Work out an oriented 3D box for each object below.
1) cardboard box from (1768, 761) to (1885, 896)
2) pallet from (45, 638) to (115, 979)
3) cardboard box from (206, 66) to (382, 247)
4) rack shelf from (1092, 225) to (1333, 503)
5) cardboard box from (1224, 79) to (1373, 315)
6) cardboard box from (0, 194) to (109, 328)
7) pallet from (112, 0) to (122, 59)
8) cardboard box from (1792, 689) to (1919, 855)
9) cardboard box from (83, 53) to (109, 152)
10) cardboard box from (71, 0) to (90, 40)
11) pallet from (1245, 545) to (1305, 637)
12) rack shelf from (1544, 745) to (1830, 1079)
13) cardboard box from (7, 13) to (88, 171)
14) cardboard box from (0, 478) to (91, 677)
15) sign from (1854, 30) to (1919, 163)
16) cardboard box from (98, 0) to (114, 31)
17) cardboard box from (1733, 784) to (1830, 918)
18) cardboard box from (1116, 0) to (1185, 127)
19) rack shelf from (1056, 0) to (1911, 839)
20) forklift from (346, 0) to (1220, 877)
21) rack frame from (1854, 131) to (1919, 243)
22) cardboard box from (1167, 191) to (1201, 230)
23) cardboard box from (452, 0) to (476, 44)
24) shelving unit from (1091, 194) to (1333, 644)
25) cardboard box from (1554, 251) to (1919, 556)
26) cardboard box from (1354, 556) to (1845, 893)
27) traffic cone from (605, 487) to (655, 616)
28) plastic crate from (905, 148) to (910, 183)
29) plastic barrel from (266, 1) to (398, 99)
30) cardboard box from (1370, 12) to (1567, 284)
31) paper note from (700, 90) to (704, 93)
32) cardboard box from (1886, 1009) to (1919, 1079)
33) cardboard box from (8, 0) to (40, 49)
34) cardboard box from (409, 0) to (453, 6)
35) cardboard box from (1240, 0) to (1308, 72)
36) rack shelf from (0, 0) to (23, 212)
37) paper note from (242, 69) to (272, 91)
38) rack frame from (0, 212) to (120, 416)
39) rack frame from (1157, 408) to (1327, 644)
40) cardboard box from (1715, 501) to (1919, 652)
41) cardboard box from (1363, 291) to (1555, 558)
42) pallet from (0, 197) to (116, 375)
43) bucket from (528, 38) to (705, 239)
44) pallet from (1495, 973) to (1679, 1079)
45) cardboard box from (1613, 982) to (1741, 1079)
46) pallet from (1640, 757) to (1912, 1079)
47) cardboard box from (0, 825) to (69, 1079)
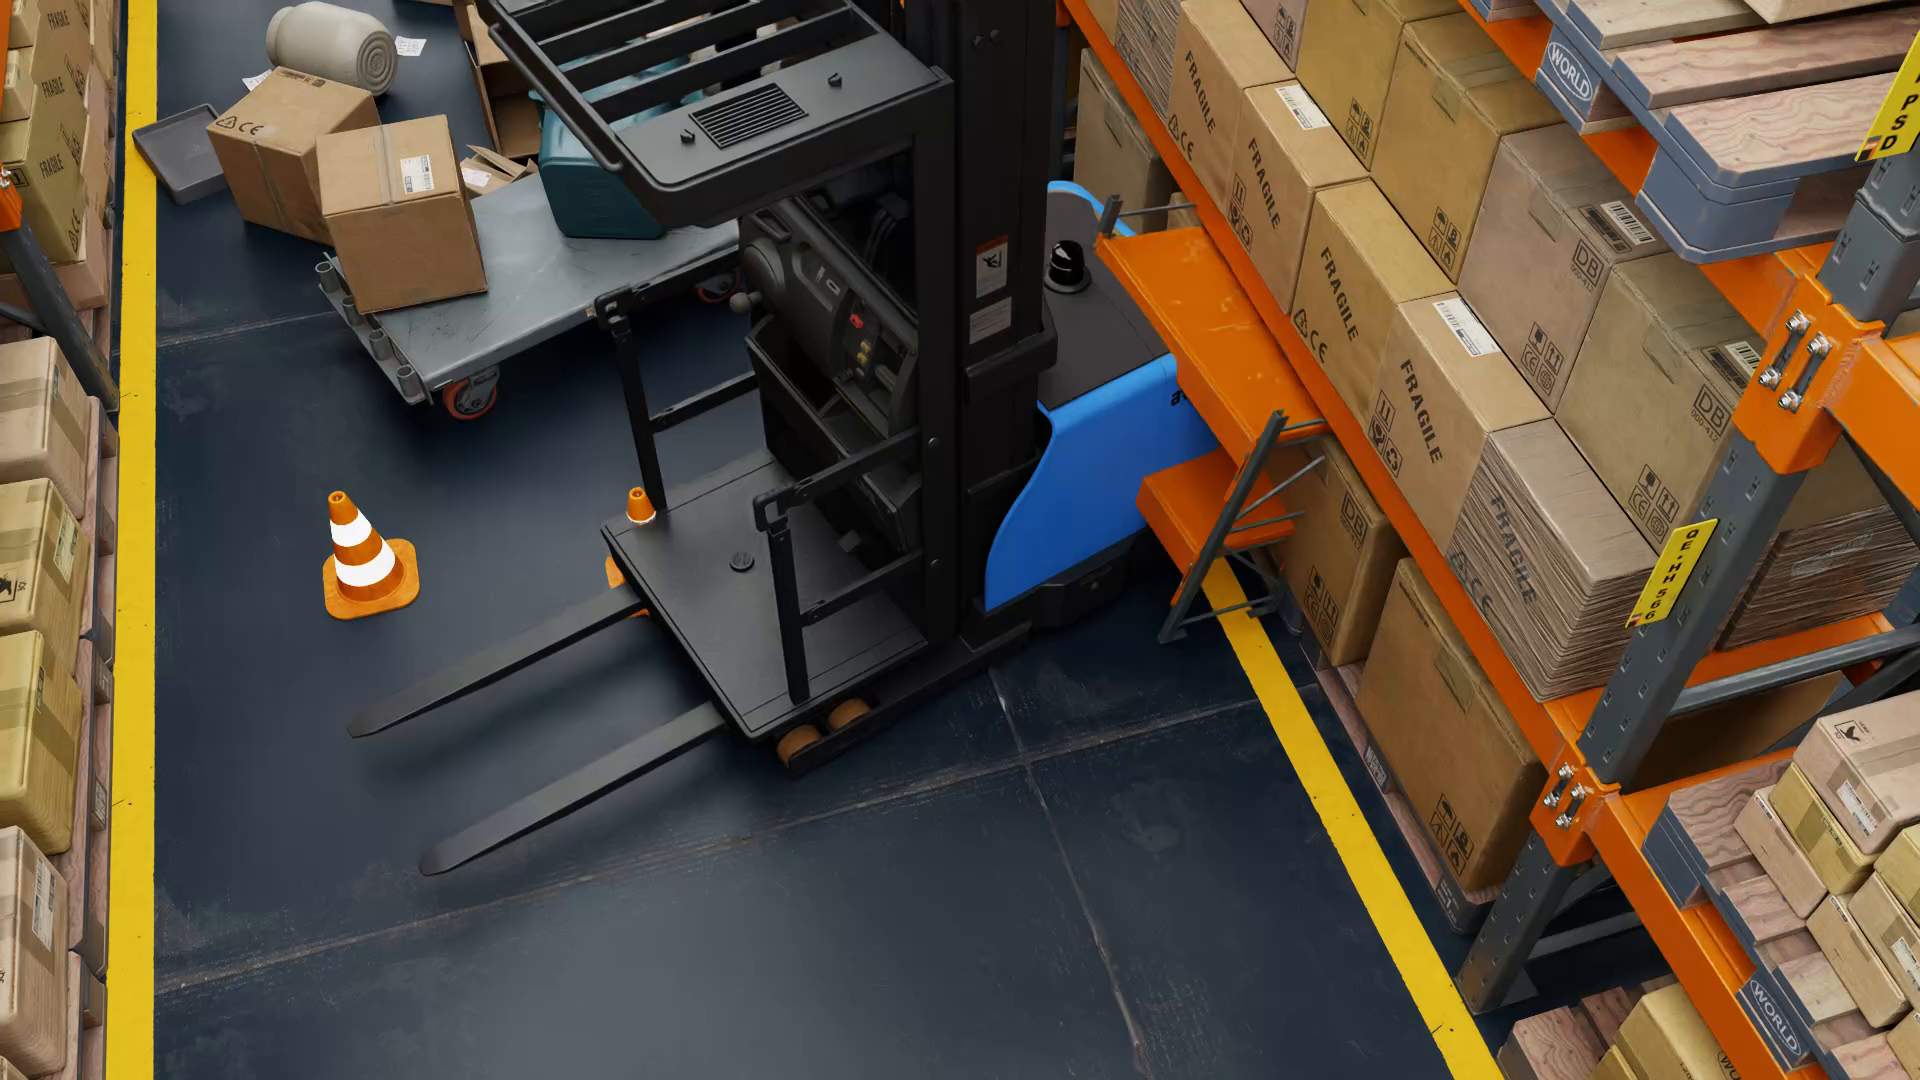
[{"bbox_3d":[1.962,0.567,3.505,0.380,0.149,0.250,-11,51,-9],"label":"cardboard box"},{"bbox_3d":[-3.275,0.950,5.311,1.003,0.211,1.213,-13,51,-11],"label":"pallet"},{"bbox_3d":[-2.888,-1.695,7.350,0.500,0.500,0.500,18,52,14],"label":"cardboard box"},{"bbox_3d":[0.877,-0.627,5.520,0.538,0.278,1.000,-13,55,-26],"label":"rack shelf"},{"bbox_3d":[1.171,-1.084,5.137,0.500,0.500,0.500,-13,51,-10],"label":"cardboard box"},{"bbox_3d":[-3.788,-1.150,6.782,0.500,0.250,0.500,-15,52,-13],"label":"cardboard box"},{"bbox_3d":[-4.825,-2.775,8.451,1.003,0.211,1.213,-13,51,-11],"label":"pallet"},{"bbox_3d":[1.963,0.458,3.403,0.380,0.149,0.250,-13,51,-11],"label":"cardboard box"},{"bbox_3d":[-4.116,-1.925,7.434,0.500,0.250,0.500,-14,51,-11],"label":"cardboard box"},{"bbox_3d":[-4.268,-2.545,7.467,0.500,0.500,0.500,-14,51,-12],"label":"cardboard box"},{"bbox_3d":[1.492,-0.264,6.335,1.003,0.211,1.213,-13,51,-11],"label":"pallet"},{"bbox_3d":[2.602,2.012,3.063,1.077,0.370,4.000,-13,51,-11],"label":"rack shelf"},{"bbox_3d":[-3.957,-1.780,6.822,0.500,0.500,0.500,-11,51,-10],"label":"cardboard box"},{"bbox_3d":[-3.498,0.209,5.556,0.950,0.372,0.625,-10,51,-9],"label":"cardboard box"},{"bbox_3d":[1.478,-0.720,2.544,0.100,0.325,0.005,-13,51,-11],"label":"sign"},{"bbox_3d":[-4.412,-2.670,8.063,0.500,0.250,0.500,-13,51,-11],"label":"cardboard box"},{"bbox_3d":[1.950,0.637,3.641,0.380,0.149,0.250,-14,51,-11],"label":"cardboard box"},{"bbox_3d":[0.876,-1.821,5.758,0.500,0.500,0.500,-13,51,-11],"label":"cardboard box"},{"bbox_3d":[1.419,-0.910,5.526,1.077,0.370,4.000,-13,51,-11],"label":"rack shelf"},{"bbox_3d":[-0.572,-0.629,4.864,3.031,2.935,1.130,-27,55,-21],"label":"forklift"},{"bbox_3d":[2.011,-1.615,1.725,1.000,3.000,0.127,-13,51,-11],"label":"rack frame"},{"bbox_3d":[1.379,-0.874,6.222,1.050,0.750,0.750,-13,51,-11],"label":"cardboard box"},{"bbox_3d":[-2.116,-2.816,8.295,0.637,0.503,0.797,26,55,20],"label":"cardboard box"},{"bbox_3d":[0.812,-0.438,5.735,0.538,1.125,1.048,-13,55,-26],"label":"shelving unit"},{"bbox_3d":[1.887,-0.366,3.877,0.700,0.500,0.500,-14,51,-11],"label":"cardboard box"},{"bbox_3d":[1.916,0.444,5.111,1.050,0.750,0.750,-14,51,-11],"label":"cardboard box"},{"bbox_3d":[-1.126,-0.017,5.962,0.336,0.463,0.334,-13,51,-11],"label":"traffic cone"},{"bbox_3d":[-0.475,-1.545,7.392,0.450,0.188,0.662,16,51,0],"label":"plastic crate"},{"bbox_3d":[-2.997,-2.334,7.941,0.512,0.421,0.421,18,52,14],"label":"plastic barrel"},{"bbox_3d":[1.583,-1.109,4.503,0.700,0.500,0.500,-14,51,-12],"label":"cardboard box"},{"bbox_3d":[-1.322,-2.221,8.107,0.172,0.023,0.155,2,50,2],"label":"paper note"},{"bbox_3d":[2.109,1.030,3.309,0.380,0.149,0.250,-11,51,-9],"label":"cardboard box"},{"bbox_3d":[-3.921,-2.081,6.651,0.380,0.149,0.250,-12,51,-10],"label":"cardboard box"},{"bbox_3d":[-2.737,-2.912,8.607,0.380,0.149,0.250,10,51,8],"label":"cardboard box"},{"bbox_3d":[1.283,-1.851,5.129,0.700,0.500,0.500,-13,51,-11],"label":"cardboard box"},{"bbox_3d":[-4.463,-2.638,6.983,1.077,0.370,4.000,-13,51,-11],"label":"rack shelf"},{"bbox_3d":[-3.405,-2.235,8.114,0.142,0.019,0.148,-30,56,-23],"label":"paper note"},{"bbox_3d":[-3.871,-1.409,5.476,1.000,3.000,0.127,-13,51,-11],"label":"rack frame"},{"bbox_3d":[1.033,-0.063,5.473,0.500,1.125,0.032,-13,55,-26],"label":"rack frame"},{"bbox_3d":[2.136,-0.102,4.309,0.500,0.500,0.500,-13,51,-11],"label":"cardboard box"},{"bbox_3d":[1.475,-0.346,4.514,0.500,0.500,0.500,-13,51,-11],"label":"cardboard box"},{"bbox_3d":[-4.104,-0.993,6.949,1.003,0.211,1.213,-13,51,-11],"label":"pallet"},{"bbox_3d":[-1.415,-1.615,6.797,0.726,0.611,0.620,2,60,2],"label":"bucket"},{"bbox_3d":[2.240,1.789,4.604,1.003,0.211,1.213,-13,51,-11],"label":"pallet"},{"bbox_3d":[1.983,1.306,4.057,0.500,0.250,0.500,-15,52,-13],"label":"cardboard box"},{"bbox_3d":[2.323,0.877,3.674,1.213,0.211,1.003,-13,51,-11],"label":"pallet"},{"bbox_3d":[-3.072,1.272,4.660,0.950,0.372,0.625,-14,51,-12],"label":"cardboard box"}]
